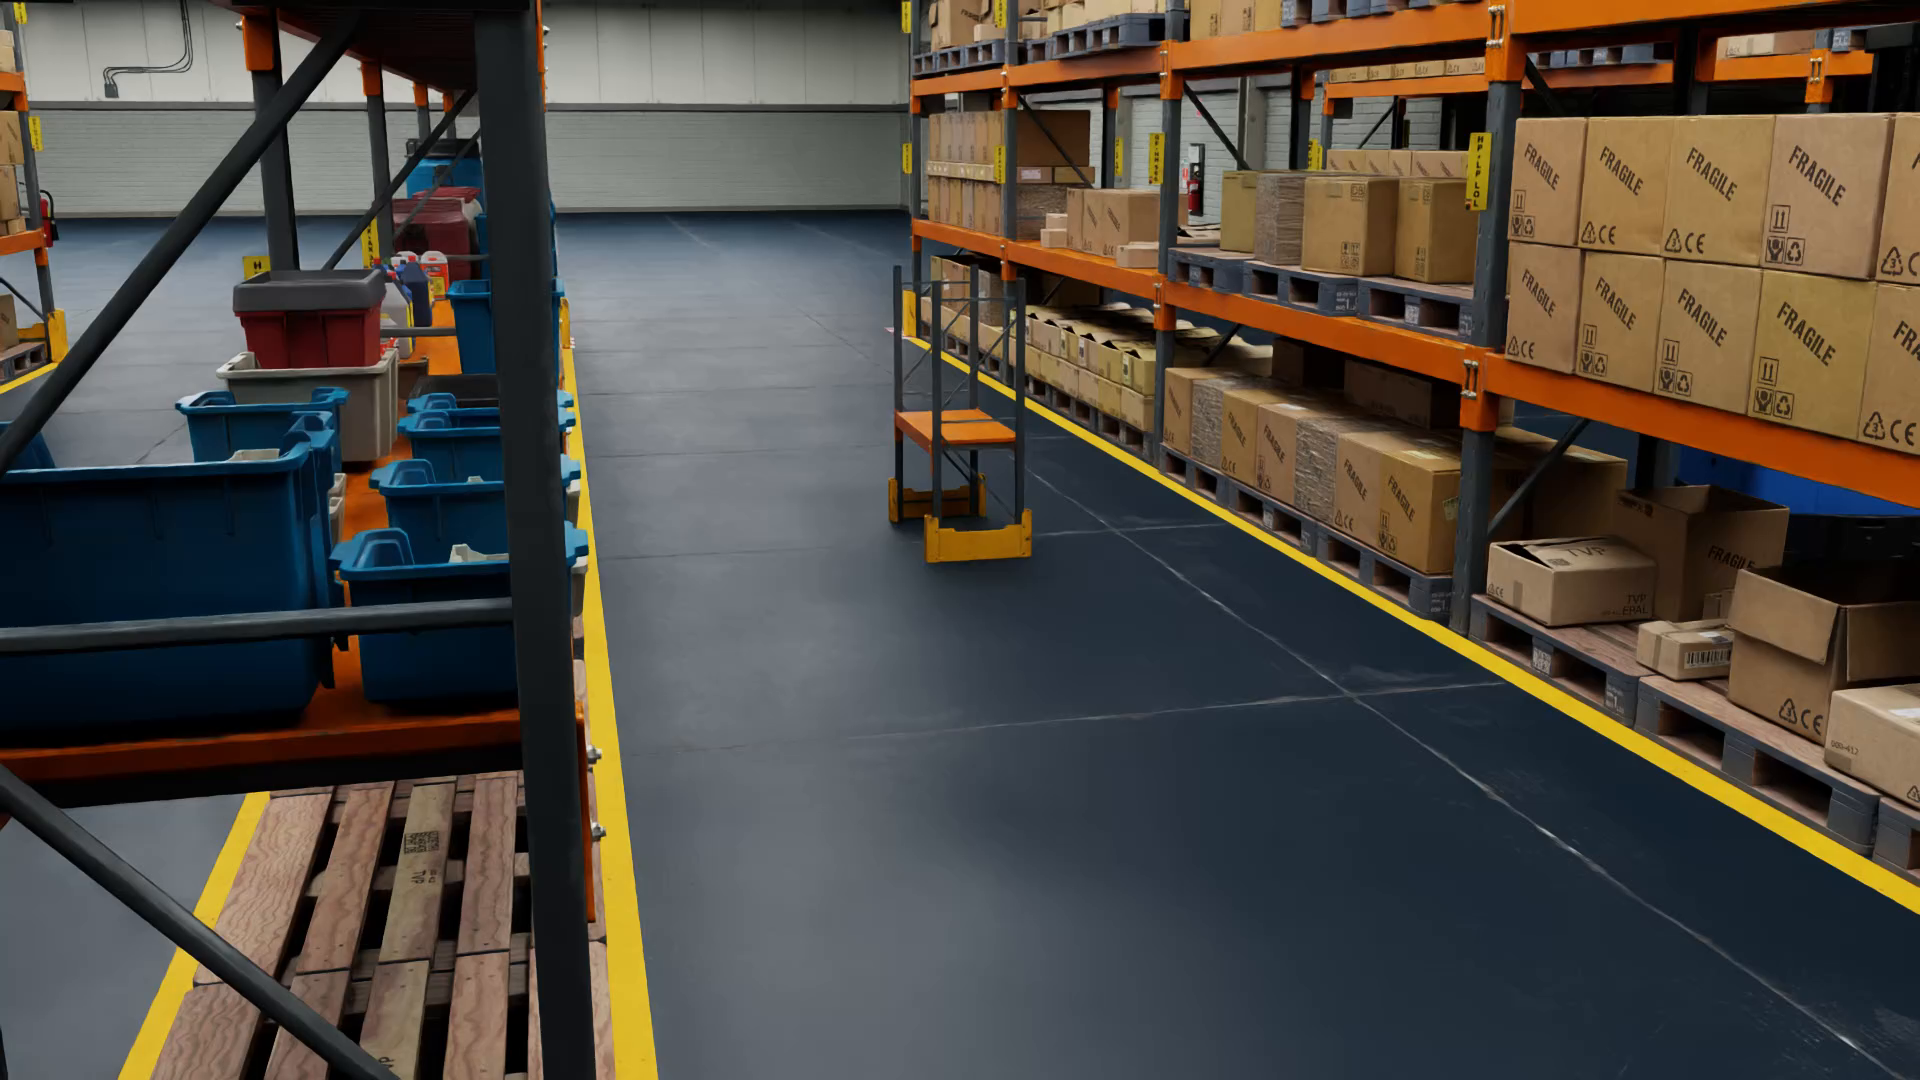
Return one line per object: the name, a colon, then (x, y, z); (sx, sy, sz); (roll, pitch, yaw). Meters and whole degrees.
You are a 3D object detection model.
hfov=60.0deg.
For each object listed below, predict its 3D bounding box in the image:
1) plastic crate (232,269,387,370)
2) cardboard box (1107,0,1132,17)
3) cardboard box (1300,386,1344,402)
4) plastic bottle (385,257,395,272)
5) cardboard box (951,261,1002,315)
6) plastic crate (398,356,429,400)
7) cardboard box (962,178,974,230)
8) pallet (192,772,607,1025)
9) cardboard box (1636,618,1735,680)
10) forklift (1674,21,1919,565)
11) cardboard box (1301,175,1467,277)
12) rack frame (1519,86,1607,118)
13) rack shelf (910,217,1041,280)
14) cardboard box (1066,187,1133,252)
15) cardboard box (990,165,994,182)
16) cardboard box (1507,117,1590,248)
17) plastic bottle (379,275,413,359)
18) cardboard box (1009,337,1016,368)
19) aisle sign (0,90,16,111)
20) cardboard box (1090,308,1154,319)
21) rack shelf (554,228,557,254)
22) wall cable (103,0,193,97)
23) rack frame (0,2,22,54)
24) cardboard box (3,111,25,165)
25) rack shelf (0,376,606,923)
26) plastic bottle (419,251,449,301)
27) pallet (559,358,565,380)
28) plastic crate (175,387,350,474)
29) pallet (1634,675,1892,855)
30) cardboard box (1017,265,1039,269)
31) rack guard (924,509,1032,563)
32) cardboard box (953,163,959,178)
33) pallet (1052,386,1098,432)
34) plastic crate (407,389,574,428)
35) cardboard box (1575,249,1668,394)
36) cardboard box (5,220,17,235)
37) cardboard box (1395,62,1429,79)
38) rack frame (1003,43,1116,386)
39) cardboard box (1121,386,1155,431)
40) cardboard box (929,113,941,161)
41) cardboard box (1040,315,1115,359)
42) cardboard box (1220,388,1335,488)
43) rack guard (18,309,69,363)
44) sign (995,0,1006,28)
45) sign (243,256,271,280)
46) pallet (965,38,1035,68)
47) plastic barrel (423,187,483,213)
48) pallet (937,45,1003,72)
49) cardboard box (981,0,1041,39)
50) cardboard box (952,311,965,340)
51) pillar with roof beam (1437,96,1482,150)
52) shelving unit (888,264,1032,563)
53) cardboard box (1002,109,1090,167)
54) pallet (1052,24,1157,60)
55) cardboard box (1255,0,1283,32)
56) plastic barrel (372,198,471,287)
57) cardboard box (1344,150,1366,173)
plastic crate: (-2.079, -0.621, 5.387); (0.402, 0.464, 0.583); (-3, 14, -13)
cardboard box: (1.406, -3.921, 12.267); (0.500, 0.250, 0.500); (-4, 14, -14)
cardboard box: (2.400, -0.656, 10.132); (0.500, 0.500, 0.500); (-4, 14, -15)
plastic bottle: (-3.101, -1.389, 9.037); (0.061, 0.283, 0.133); (-3, 14, -13)
cardboard box: (0.212, -2.574, 16.973); (0.500, 0.500, 0.500); (-3, 14, -13)
plastic crate: (-2.075, -0.566, 5.854); (0.396, 0.136, 0.243); (-3, 14, -13)
cardboard box: (0.416, -3.407, 16.843); (0.700, 0.500, 0.500); (-3, 14, -11)
pallet: (-1.545, 1.023, 4.793); (1.003, 0.211, 1.213); (-3, 14, -13)
cardboard box: (2.872, 0.415, 6.452); (0.380, 0.166, 0.250); (-3, 14, -13)
forklift: (5.622, -1.365, 8.839); (3.031, 2.935, 1.130); (1, 14, 2)
cardboard box: (2.296, -1.713, 9.021); (0.700, 0.500, 0.500); (-7, 16, -27)
rack frame: (5.706, -3.178, 16.116); (1.000, 3.000, 0.127); (-3, 14, -13)
rack shelf: (0.422, -3.013, 16.956); (1.077, 0.370, 4.000); (-3, 14, -13)
cardboard box: (1.180, -2.650, 13.744); (0.500, 0.500, 0.500); (-2, 14, -9)
cardboard box: (0.500, -3.433, 15.582); (0.380, 0.149, 0.250); (-4, 14, -15)
cardboard box: (2.608, -1.466, 6.789); (0.500, 0.500, 0.500); (-3, 14, -12)
plastic bottle: (-2.439, -0.958, 7.134); (0.144, 0.351, 0.185); (-3, 14, -13)
cardboard box: (0.746, -1.663, 14.822); (0.500, 0.250, 0.500); (-4, 14, -15)
aisle sign: (-9.401, -4.567, 16.321); (0.394, 0.787, 0.004); (-3, 14, -13)
cardboard box: (1.394, -1.845, 14.386); (0.500, 0.311, 0.500); (-3, 14, -12)
rack shelf: (-4.394, -2.738, 15.830); (1.077, 0.370, 4.000); (-3, 14, -13)
wall cable: (-22.068, -14.998, 44.689); (2.305, 6.003, 0.169); (-3, 14, -13)
rack frame: (-9.678, -6.187, 15.791); (1.000, 3.000, 0.127); (-3, 14, -13)
cardboard box: (-9.308, -3.839, 15.874); (0.500, 0.500, 0.500); (-3, 14, -13)
rack shelf: (-1.575, 0.030, 4.499); (1.077, 0.370, 4.000); (-3, 14, -13)
plastic bottle: (-3.049, -1.534, 9.646); (0.152, 0.276, 0.135); (-3, 14, -13)
pallet: (-4.041, -1.429, 14.830); (1.003, 0.211, 1.213); (-3, 14, -13)
plastic crate: (-1.837, -0.265, 4.418); (0.416, 0.233, 0.300); (-3, 14, -13)
pallet: (3.221, 0.739, 5.956); (1.003, 0.211, 1.213); (-3, 14, -13)
cardboard box: (0.852, -2.489, 16.623); (0.500, 0.500, 0.500); (-3, 14, -13)
rack guard: (0.099, -0.024, 8.999); (0.587, 0.250, 0.087); (-3, 14, -13)
cardboard box: (0.140, -3.788, 17.035); (0.380, 0.149, 0.250); (-3, 14, -14)
pallet: (1.393, -1.097, 13.472); (1.003, 0.211, 1.213); (-3, 14, -13)
plastic crate: (-1.223, -0.254, 4.372); (0.416, 0.233, 0.300); (-3, 14, -13)
cardboard box: (2.749, -0.854, 6.390); (0.500, 0.500, 0.500); (-3, 14, -12)
cardboard box: (-9.243, -2.984, 15.850); (0.380, 0.149, 0.250); (-3, 14, -13)
cardboard box: (4.966, -5.158, 17.644); (0.500, 0.500, 0.500); (-2, 14, -10)
rack frame: (0.892, -2.901, 14.982); (1.000, 3.000, 0.127); (-3, 14, -13)
cardboard box: (1.470, -0.955, 11.923); (0.500, 0.250, 0.500); (-3, 14, -12)
cardboard box: (0.062, -4.382, 18.100); (0.700, 0.500, 0.500); (-3, 14, -13)
cardboard box: (0.982, -1.698, 13.783); (0.500, 0.311, 0.500); (-4, 14, -15)
cardboard box: (1.902, -0.621, 9.987); (0.500, 0.500, 0.500); (-3, 14, -14)
rack guard: (-9.660, -2.041, 16.728); (1.175, 0.500, 0.348); (-3, 14, -13)
sign: (0.353, -4.617, 14.428); (0.100, 0.325, 0.005); (-3, 14, -13)
sign: (-2.580, -0.885, 6.145); (0.100, 0.325, 0.005); (-3, 14, -13)
pallet: (0.666, -4.511, 15.436); (1.003, 0.211, 1.213); (-3, 14, -13)
plastic barrel: (-3.912, -2.459, 12.886); (0.433, 0.535, 0.433); (0, 14, 0)
pallet: (0.383, -4.792, 16.586); (1.003, 0.211, 1.213); (-3, 14, -13)
cardboard box: (0.628, -5.068, 16.132); (0.797, 0.503, 0.637); (-2, 14, -7)
cardboard box: (0.213, -2.210, 17.062); (0.500, 0.250, 0.500); (-3, 14, -13)
pillar with roof beam: (1.587, -6.662, 17.735); (9.100, 9.000, 0.400); (-3, 14, -13)
shelving unit: (-0.018, -0.746, 9.321); (0.587, 1.500, 1.083); (-3, 14, -13)
cardboard box: (0.781, -3.682, 15.234); (0.700, 0.500, 0.500); (-3, 14, -13)
pallet: (1.319, -3.753, 12.548); (1.003, 0.211, 1.213); (-3, 14, -11)
cardboard box: (2.208, -3.148, 9.461); (0.910, 0.500, 0.500); (-3, 14, -13)
plastic barrel: (-3.388, -1.860, 10.432); (0.600, 0.536, 0.708); (-3, 14, -13)
cardboard box: (4.693, -4.161, 18.831); (0.500, 0.500, 0.500); (-3, 14, -13)
